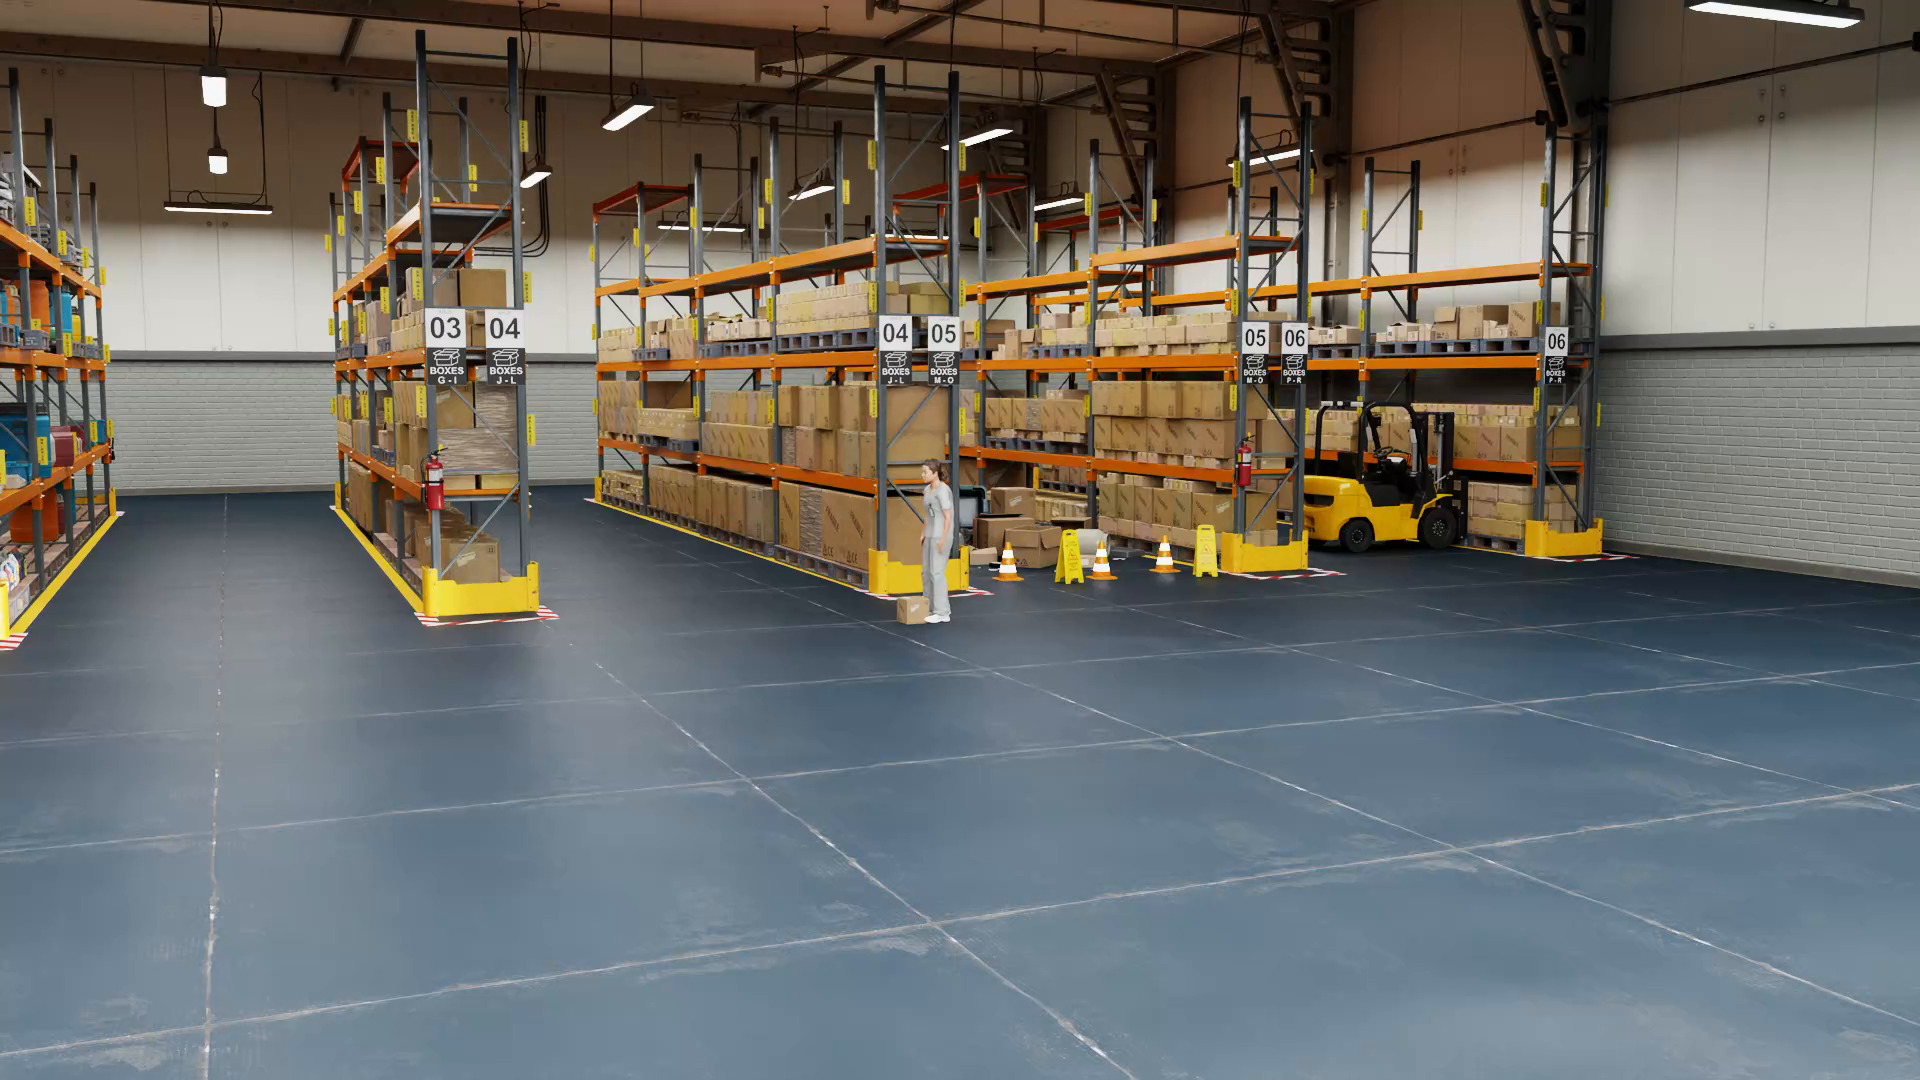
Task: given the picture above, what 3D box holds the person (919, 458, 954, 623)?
[{"bbox_3d":[-0.257,-0.003,16.999,0.360,1.673,0.513,-3,6,-27],"label":"person"}]
